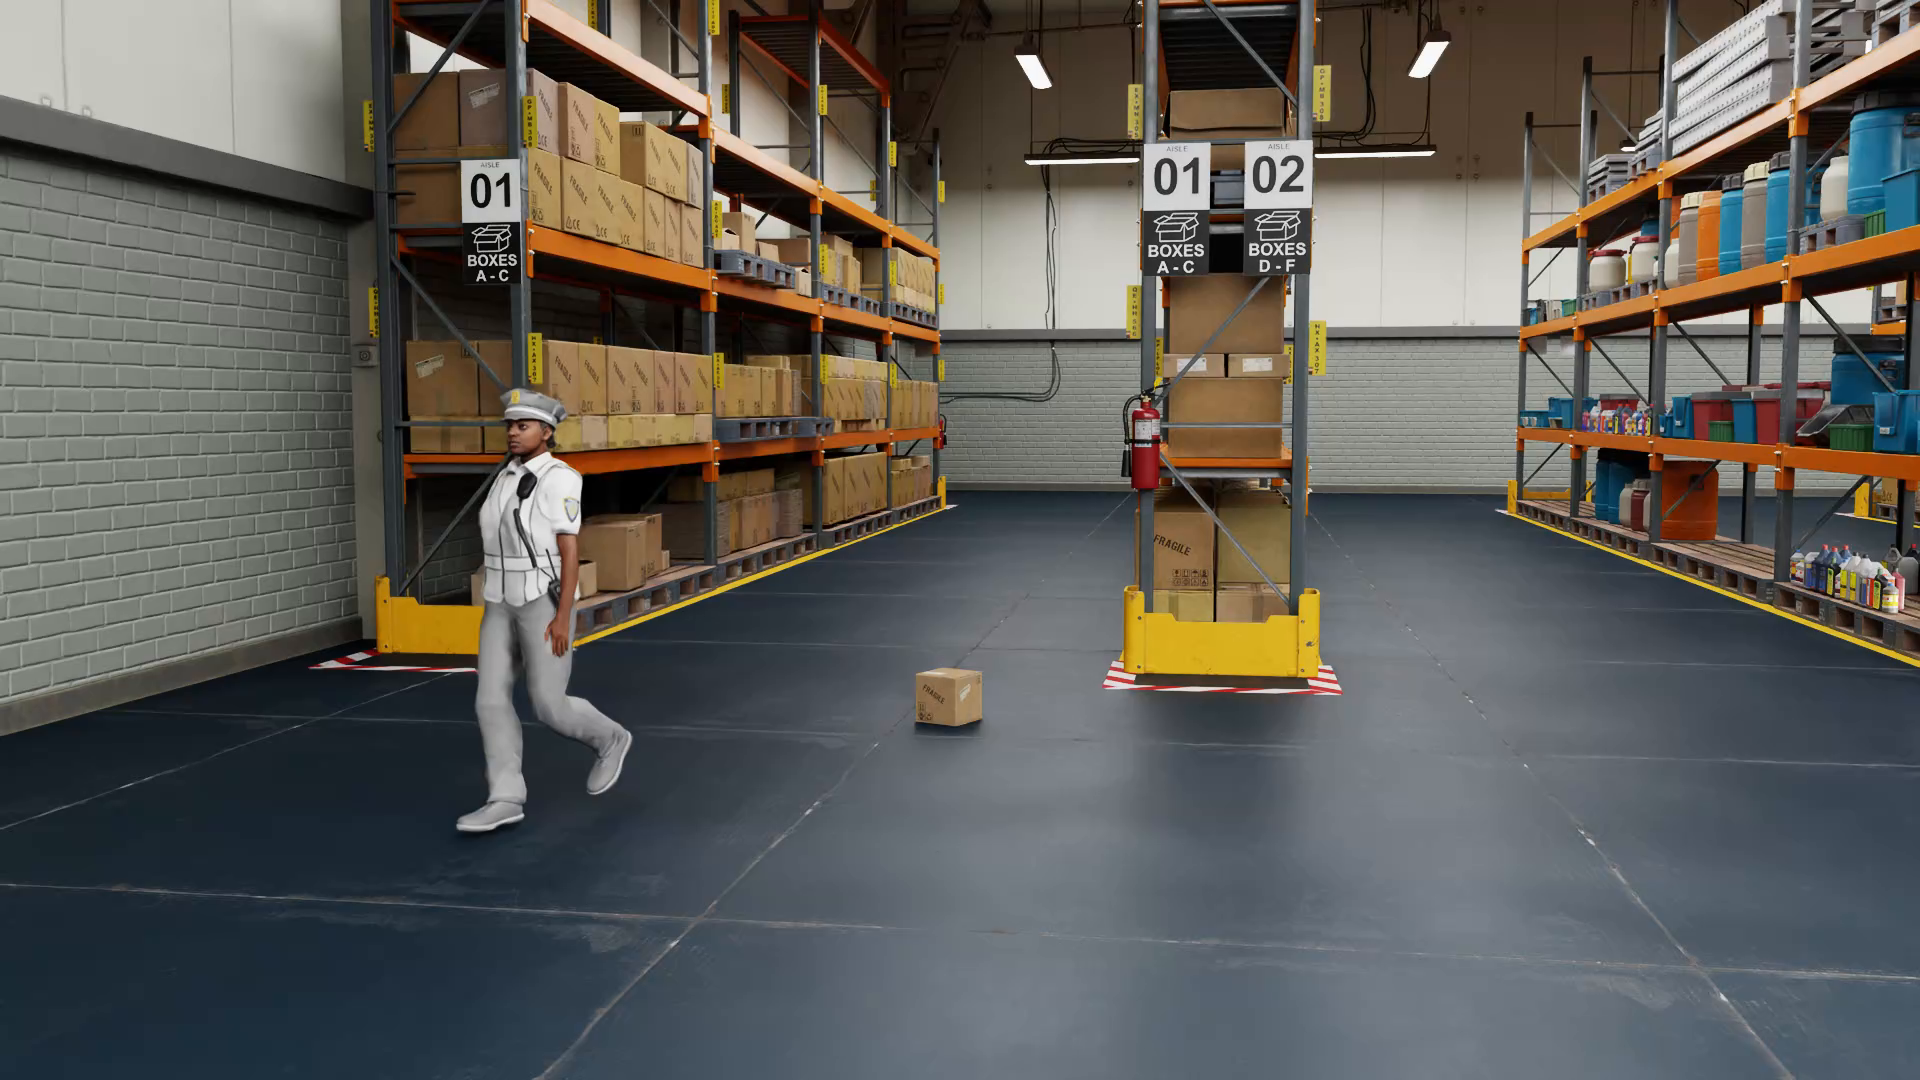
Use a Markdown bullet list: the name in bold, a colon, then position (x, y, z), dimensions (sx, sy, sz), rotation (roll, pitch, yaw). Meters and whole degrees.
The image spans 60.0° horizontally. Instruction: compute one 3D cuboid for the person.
- **person**: position (-1.623, 0.249, 6.430), dimensions (0.455, 1.667, 0.734), rotation (3, 5, 33)
